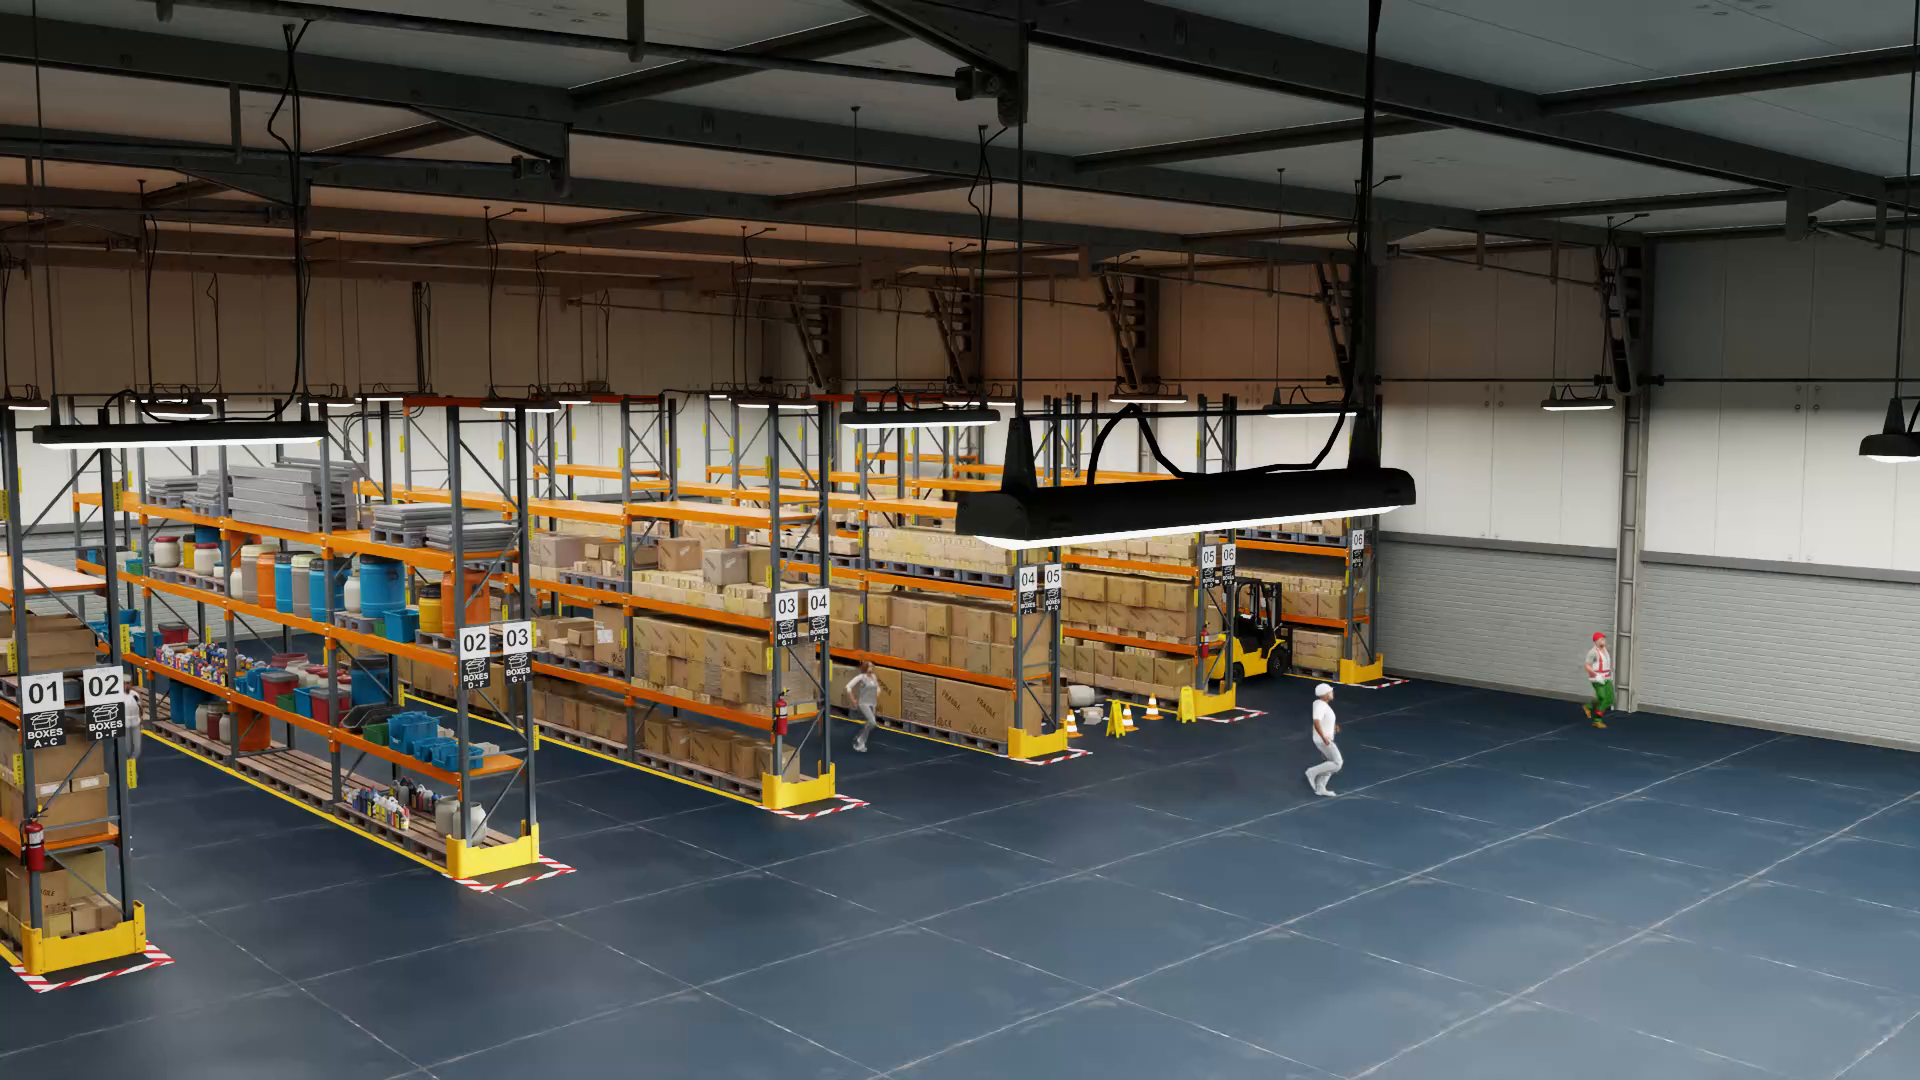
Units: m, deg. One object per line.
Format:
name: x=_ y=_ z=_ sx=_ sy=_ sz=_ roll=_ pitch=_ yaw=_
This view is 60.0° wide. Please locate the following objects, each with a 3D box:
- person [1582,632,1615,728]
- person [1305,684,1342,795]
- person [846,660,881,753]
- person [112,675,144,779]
person: x=11.617 y=2.540 z=30.300 sx=0.654 sy=1.748 sz=0.563 roll=-5 pitch=7 yaw=-40
person: x=5.524 y=3.035 z=25.271 sx=0.559 sy=1.720 sz=0.756 roll=1 pitch=6 yaw=7
person: x=-1.572 y=2.817 z=28.181 sx=0.581 sy=1.552 sz=0.541 roll=4 pitch=7 yaw=38
person: x=-13.294 y=2.959 z=26.506 sx=0.578 sy=1.665 sz=0.560 roll=5 pitch=7 yaw=39
